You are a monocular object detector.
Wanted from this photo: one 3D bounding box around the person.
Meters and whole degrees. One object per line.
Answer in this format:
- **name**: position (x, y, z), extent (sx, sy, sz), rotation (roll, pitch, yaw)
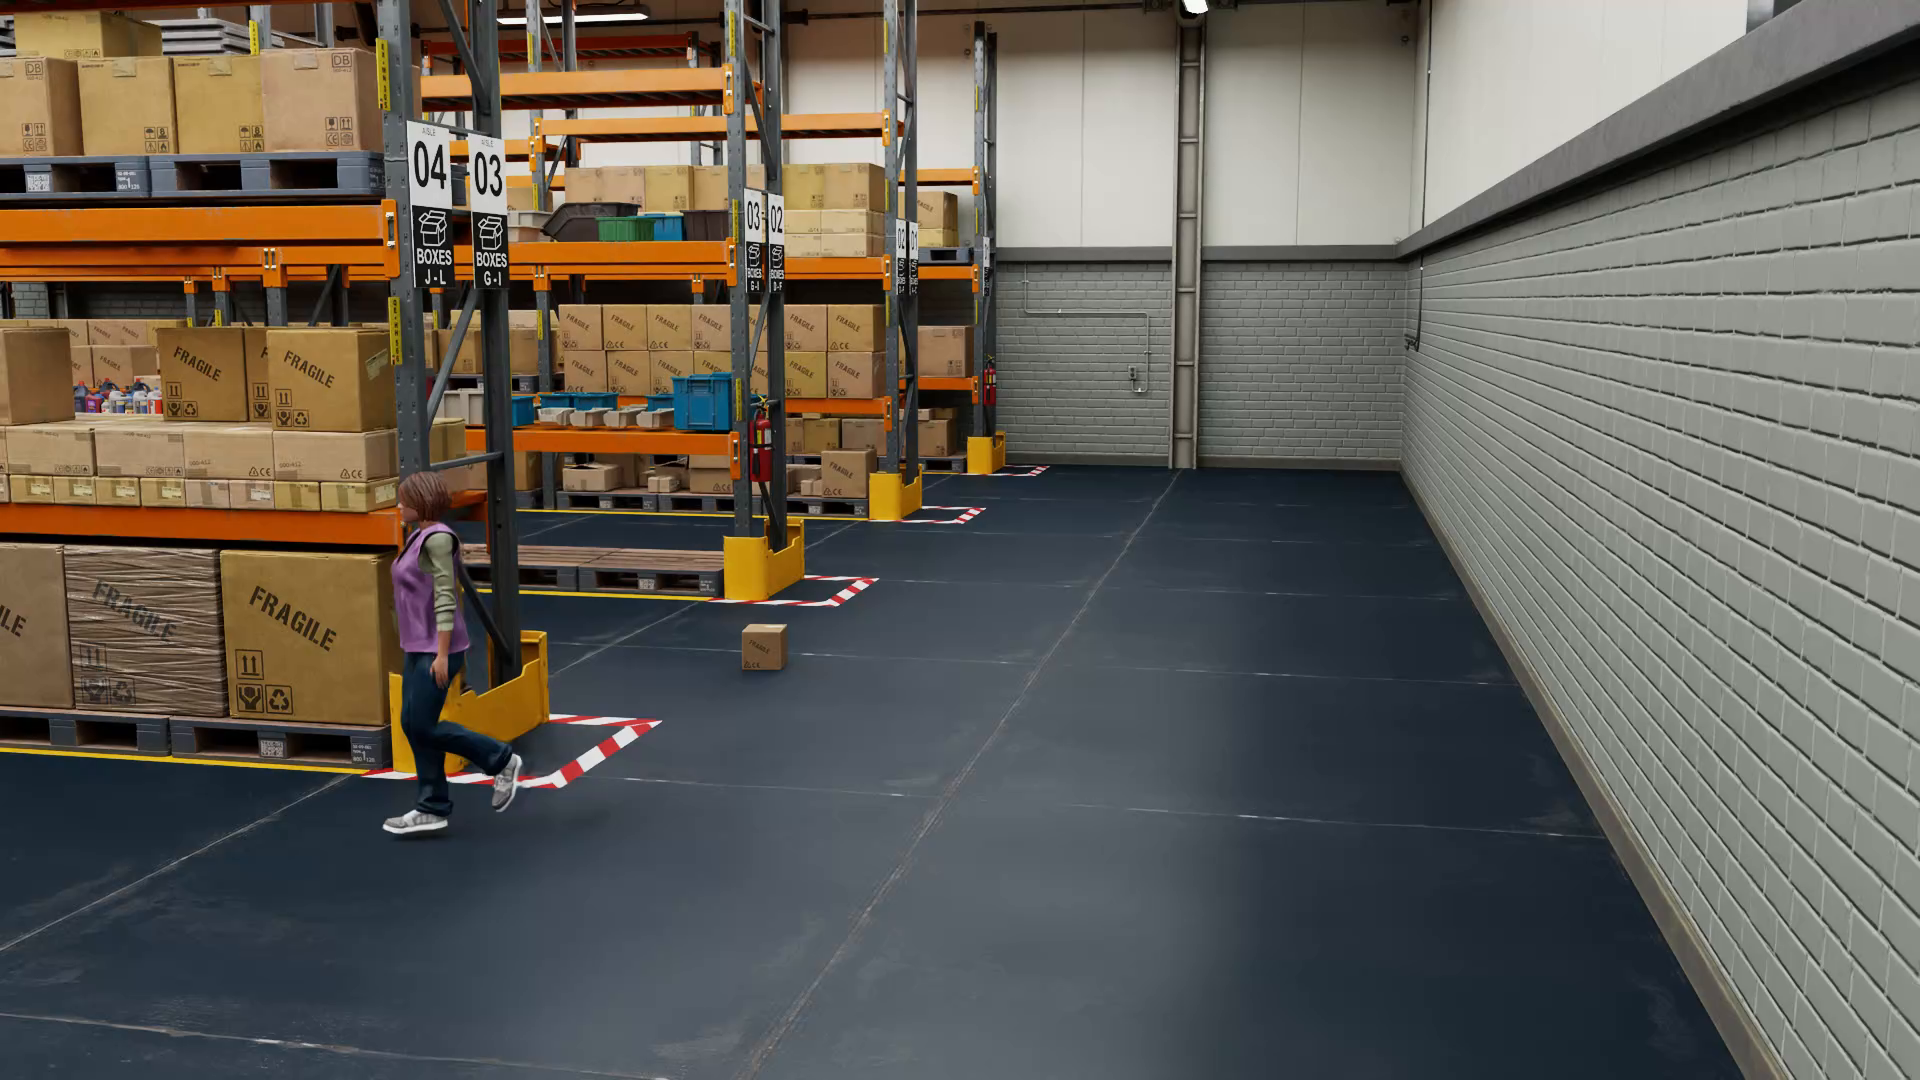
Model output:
- **person**: position (-2.268, 0.486, 7.327), extent (0.600, 1.580, 0.465), rotation (-4, 9, -24)
